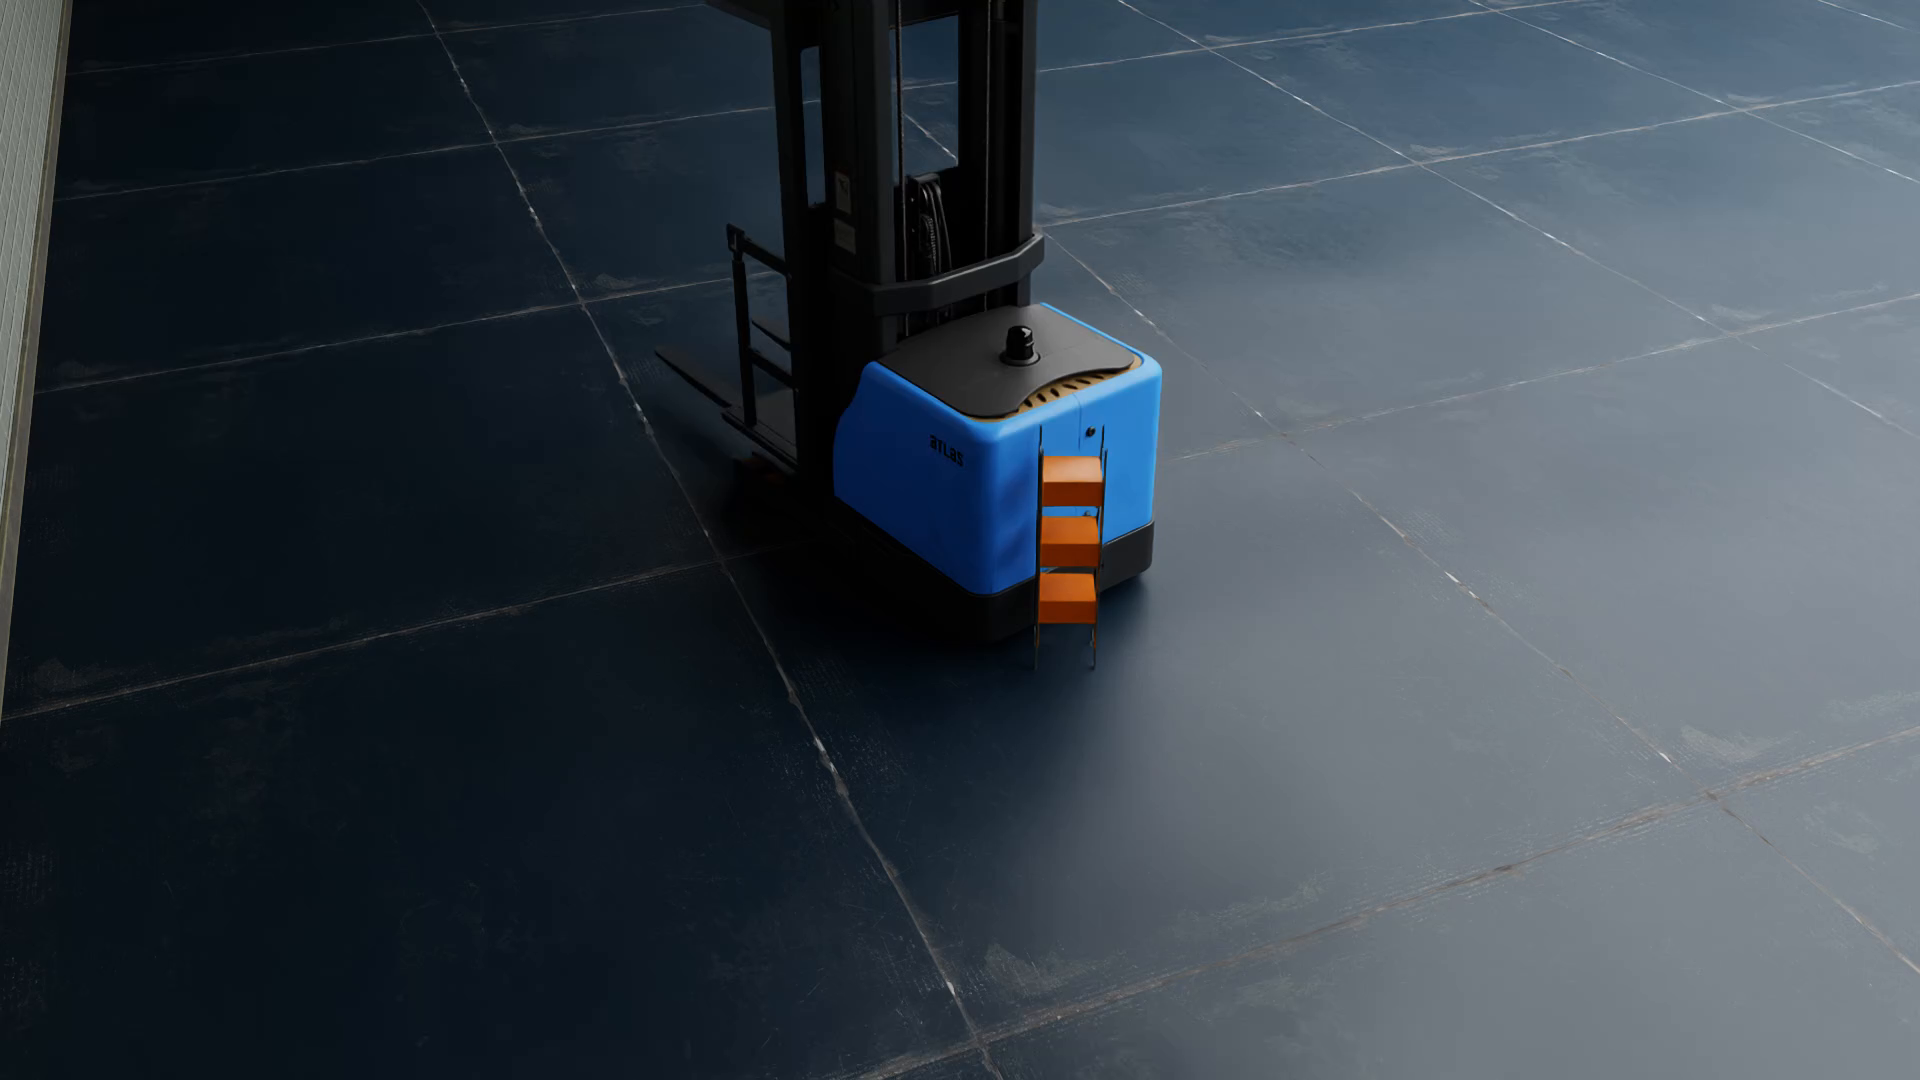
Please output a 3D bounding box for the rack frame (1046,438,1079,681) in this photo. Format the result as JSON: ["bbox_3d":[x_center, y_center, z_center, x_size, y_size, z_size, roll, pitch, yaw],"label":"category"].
[{"bbox_3d":[0.405,0.093,6.625,0.008,1.050,0.200,-5,36,-11],"label":"rack frame"}]

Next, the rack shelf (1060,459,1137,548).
[{"bbox_3d":[0.533,-0.142,6.492,0.240,0.259,0.215,-5,36,-11],"label":"rack shelf"}]

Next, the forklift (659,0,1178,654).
[{"bbox_3d":[-0.394,-1.495,7.360,1.130,2.935,3.031,-24,40,-32],"label":"forklift"}]

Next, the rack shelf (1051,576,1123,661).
[{"bbox_3d":[0.514,0.319,6.813,0.240,0.259,0.215,-5,36,-11],"label":"rack shelf"}]

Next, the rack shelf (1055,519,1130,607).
[{"bbox_3d":[0.524,0.091,6.654,0.240,0.259,0.215,-5,36,-11],"label":"rack shelf"}]

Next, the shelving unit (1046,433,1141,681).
[{"bbox_3d":[0.524,0.082,6.648,0.252,1.050,0.215,-5,36,-11],"label":"shelving unit"}]

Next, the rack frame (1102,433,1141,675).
[{"bbox_3d":[0.643,0.071,6.671,0.008,1.050,0.200,-5,36,-11],"label":"rack frame"}]
